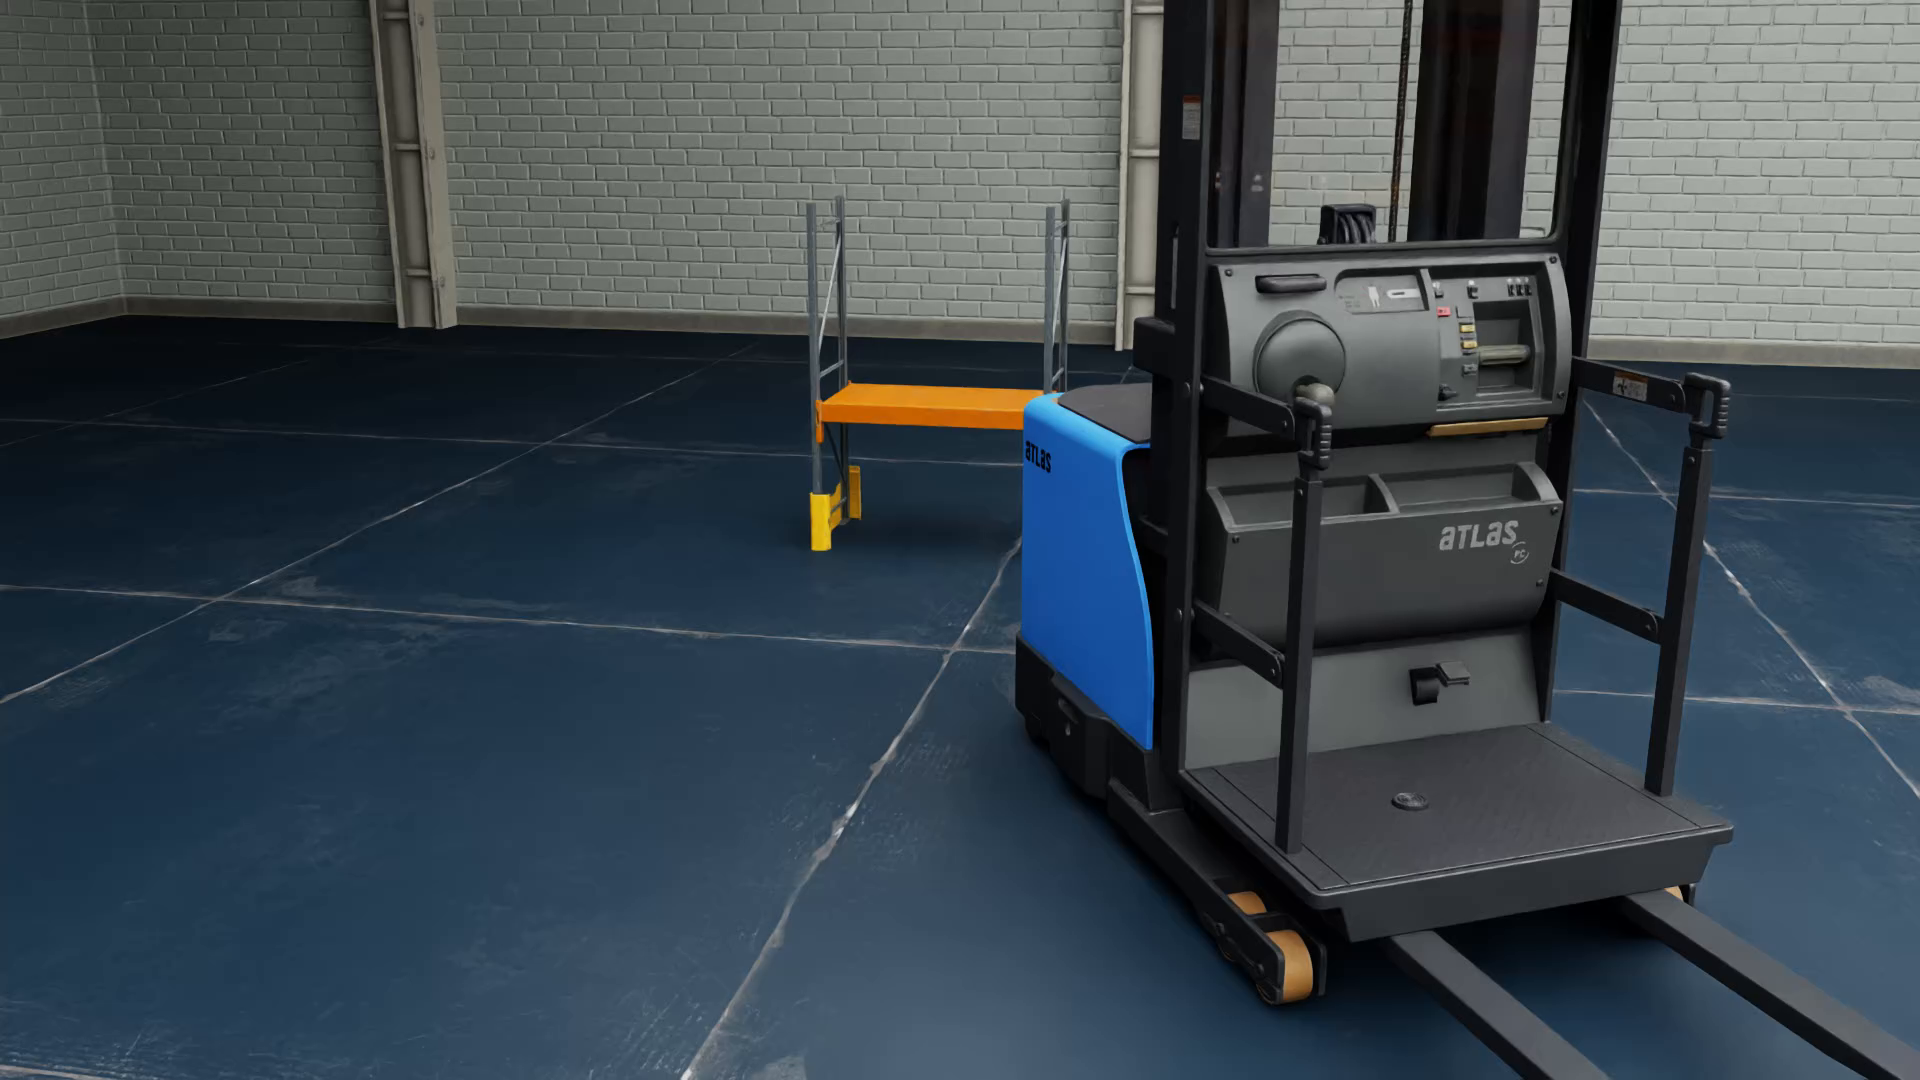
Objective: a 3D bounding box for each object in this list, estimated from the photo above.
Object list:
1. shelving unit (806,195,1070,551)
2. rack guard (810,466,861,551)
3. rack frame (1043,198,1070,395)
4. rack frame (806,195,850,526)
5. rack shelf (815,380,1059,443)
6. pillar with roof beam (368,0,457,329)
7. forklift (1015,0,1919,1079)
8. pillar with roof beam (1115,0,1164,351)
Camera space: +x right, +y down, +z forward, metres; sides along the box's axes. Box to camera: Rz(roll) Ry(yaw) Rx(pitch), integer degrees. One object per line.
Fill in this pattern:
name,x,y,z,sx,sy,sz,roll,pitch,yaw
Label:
shelving unit,-0.075,-0.727,7.306,1.083,1.500,0.587,3,16,11
rack guard,-0.563,-0.151,7.569,0.087,0.250,0.587,3,16,11
rack frame,0.415,-0.700,7.211,0.032,1.500,0.500,3,16,11
rack frame,-0.582,-0.754,7.406,0.032,1.500,0.500,3,16,11
rack shelf,-0.084,-0.554,7.356,1.000,0.185,0.538,3,16,11
pillar with roof beam,-5.329,-5.011,8.726,0.400,9.000,9.100,3,16,11
forklift,1.113,-0.490,3.770,1.130,2.935,3.031,-5,16,-17
pillar with roof beam,0.551,-4.692,7.574,0.400,9.000,9.100,3,16,11
